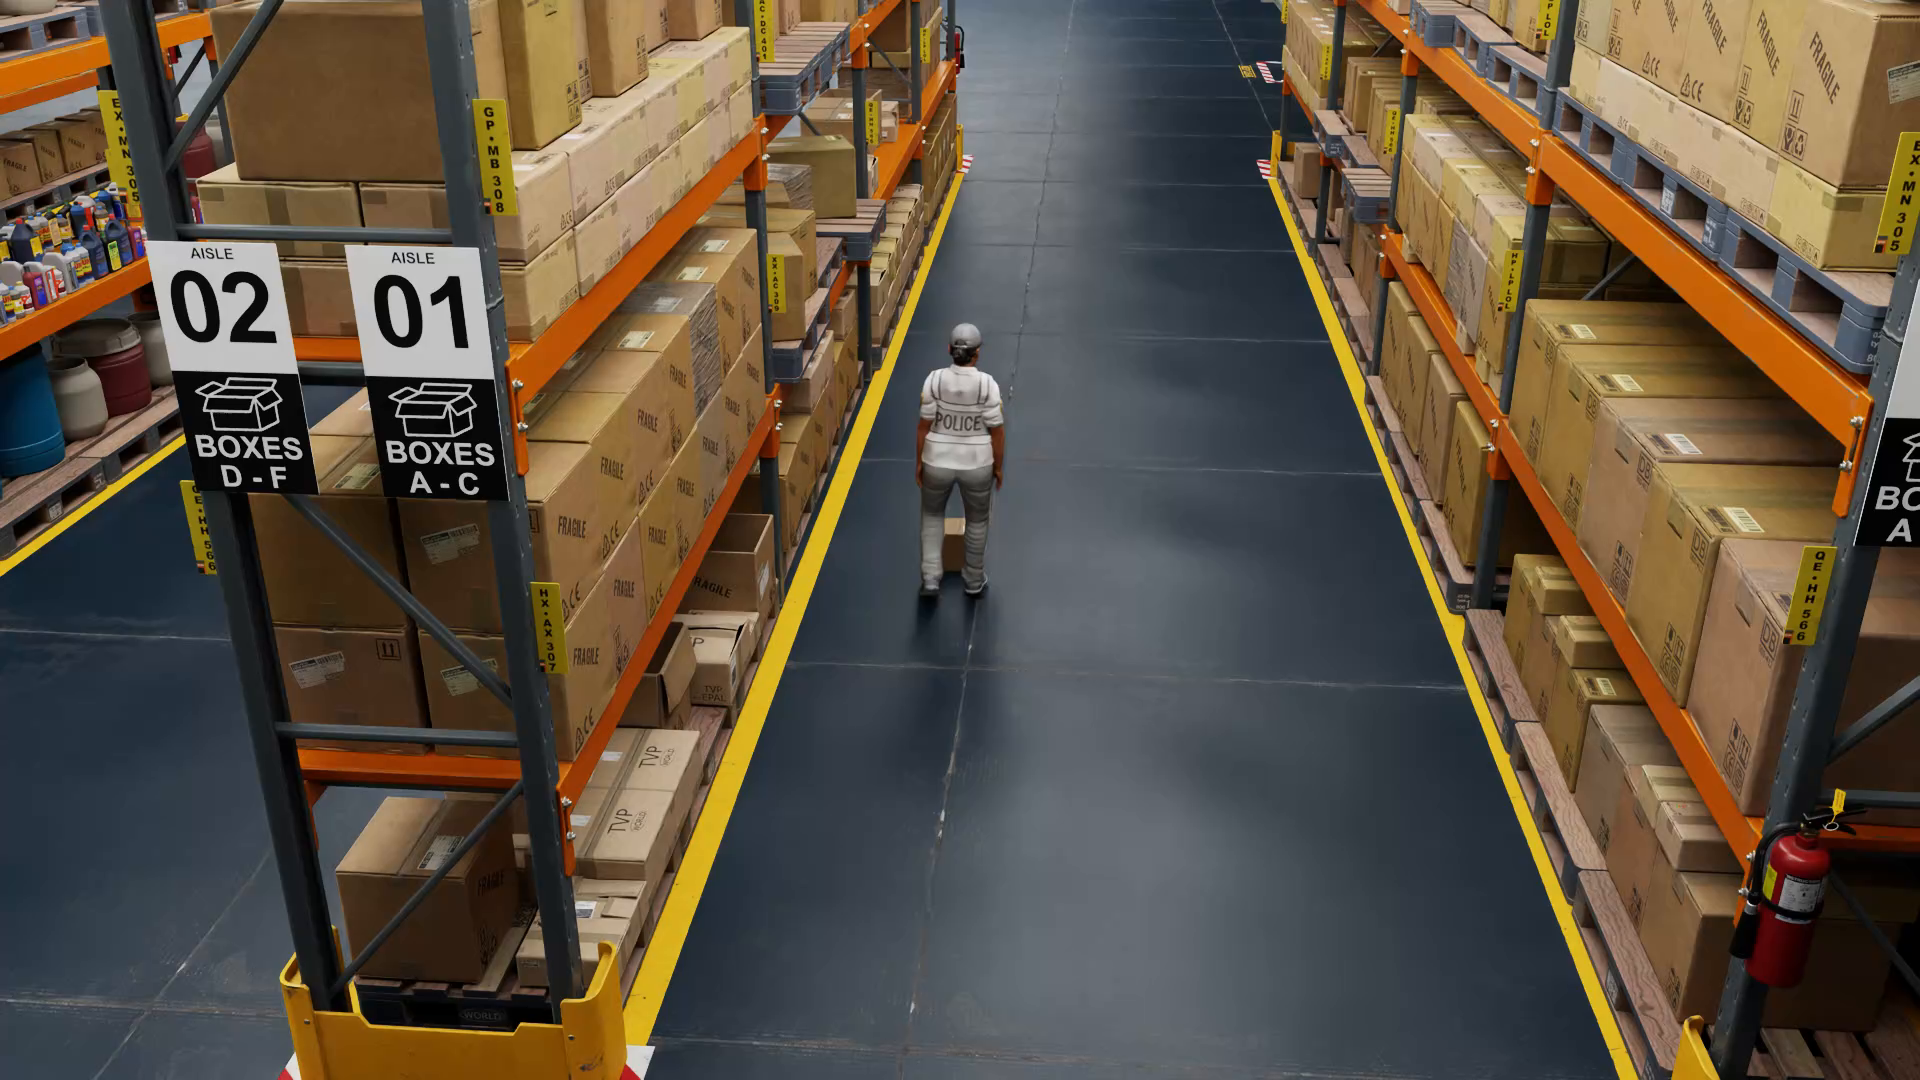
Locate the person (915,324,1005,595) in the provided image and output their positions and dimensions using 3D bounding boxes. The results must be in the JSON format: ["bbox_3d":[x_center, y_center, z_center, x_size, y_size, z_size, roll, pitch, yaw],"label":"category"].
[{"bbox_3d":[0.005,-0.431,9.530,0.508,1.696,0.486,2,25,4],"label":"person"}]
